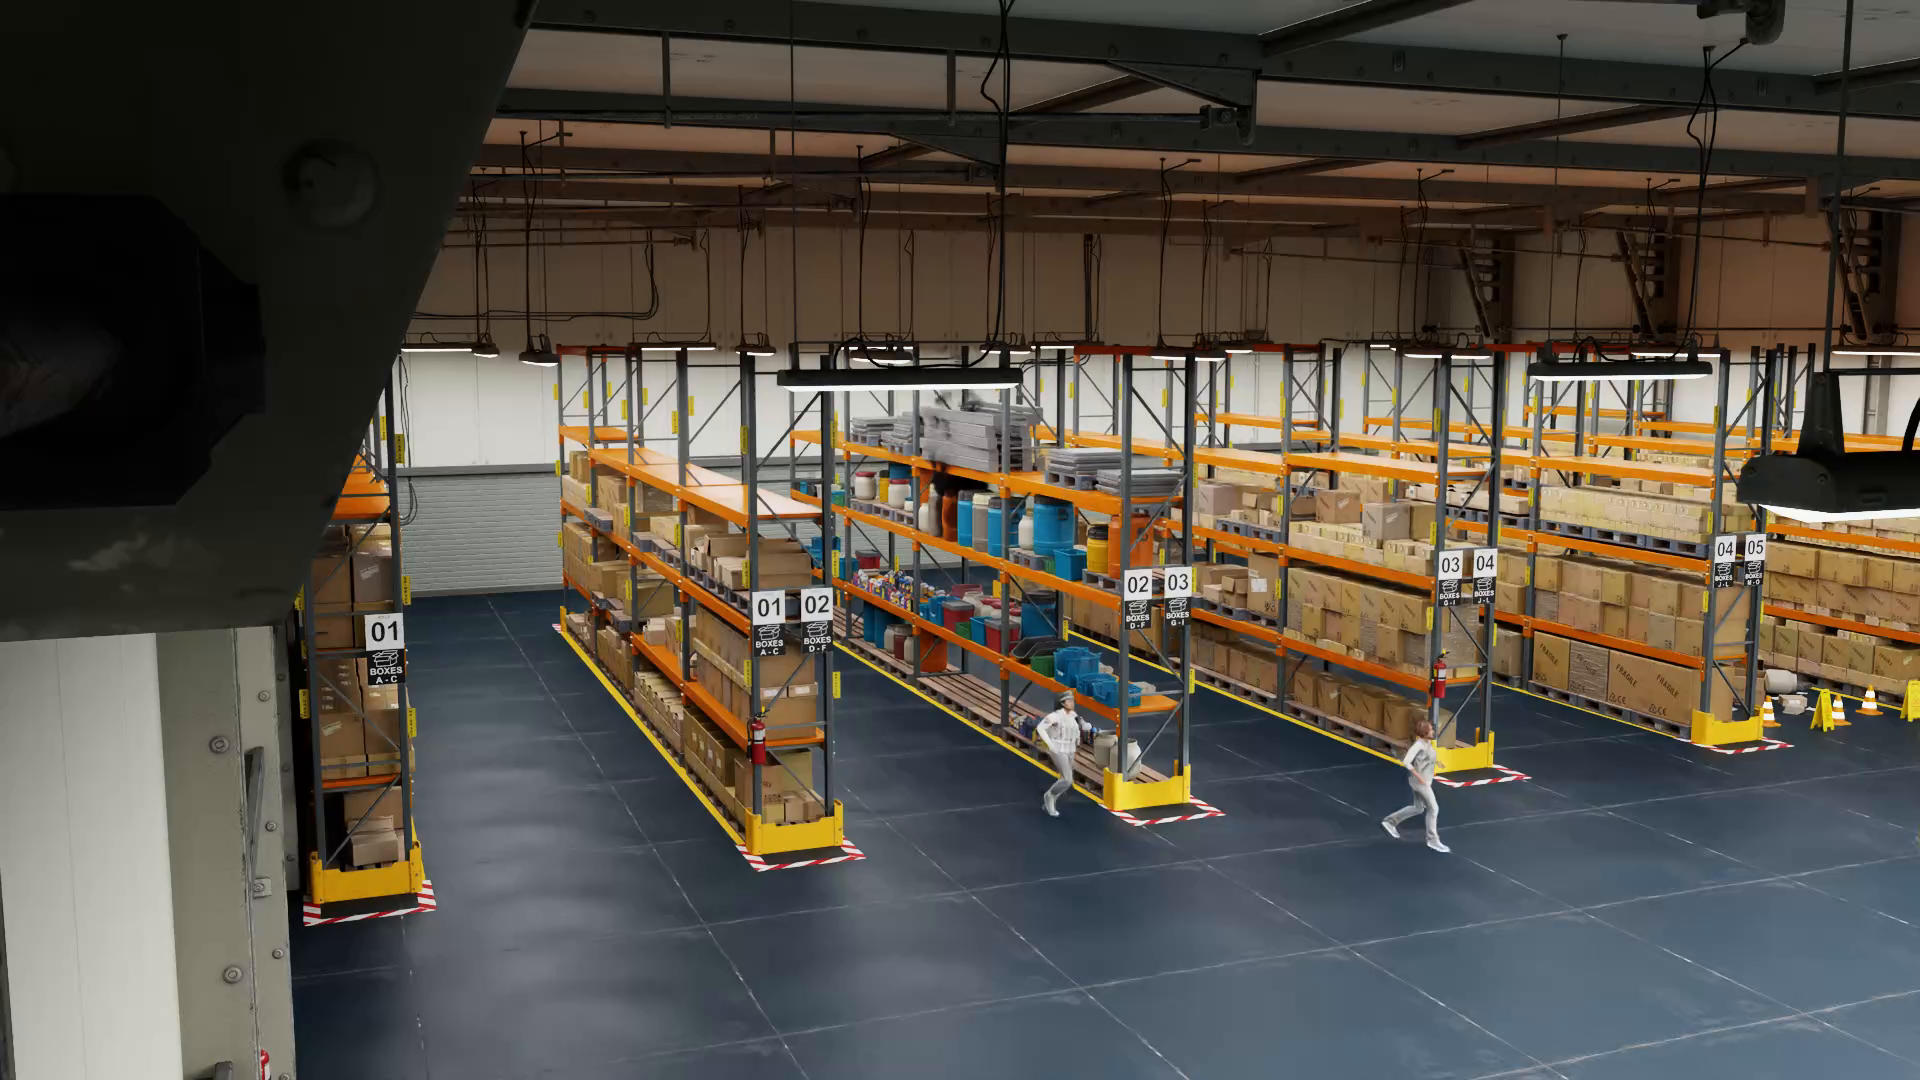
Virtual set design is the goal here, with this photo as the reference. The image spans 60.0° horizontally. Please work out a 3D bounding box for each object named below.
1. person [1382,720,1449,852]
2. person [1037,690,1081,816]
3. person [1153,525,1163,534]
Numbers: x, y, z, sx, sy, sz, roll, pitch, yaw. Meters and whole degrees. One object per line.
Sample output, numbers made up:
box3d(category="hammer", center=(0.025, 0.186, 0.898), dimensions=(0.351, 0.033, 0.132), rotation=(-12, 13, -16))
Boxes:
box3d(category="person", center=(5.581, 2.977, 20.289), dimensions=(0.803, 1.604, 0.528), rotation=(2, 8, 18))
box3d(category="person", center=(1.364, 2.768, 21.650), dimensions=(0.587, 1.658, 0.540), rotation=(-7, 10, -44))
box3d(category="person", center=(4.640, 0.398, 40.100), dimensions=(0.696, 1.719, 0.884), rotation=(3, 8, 20))
